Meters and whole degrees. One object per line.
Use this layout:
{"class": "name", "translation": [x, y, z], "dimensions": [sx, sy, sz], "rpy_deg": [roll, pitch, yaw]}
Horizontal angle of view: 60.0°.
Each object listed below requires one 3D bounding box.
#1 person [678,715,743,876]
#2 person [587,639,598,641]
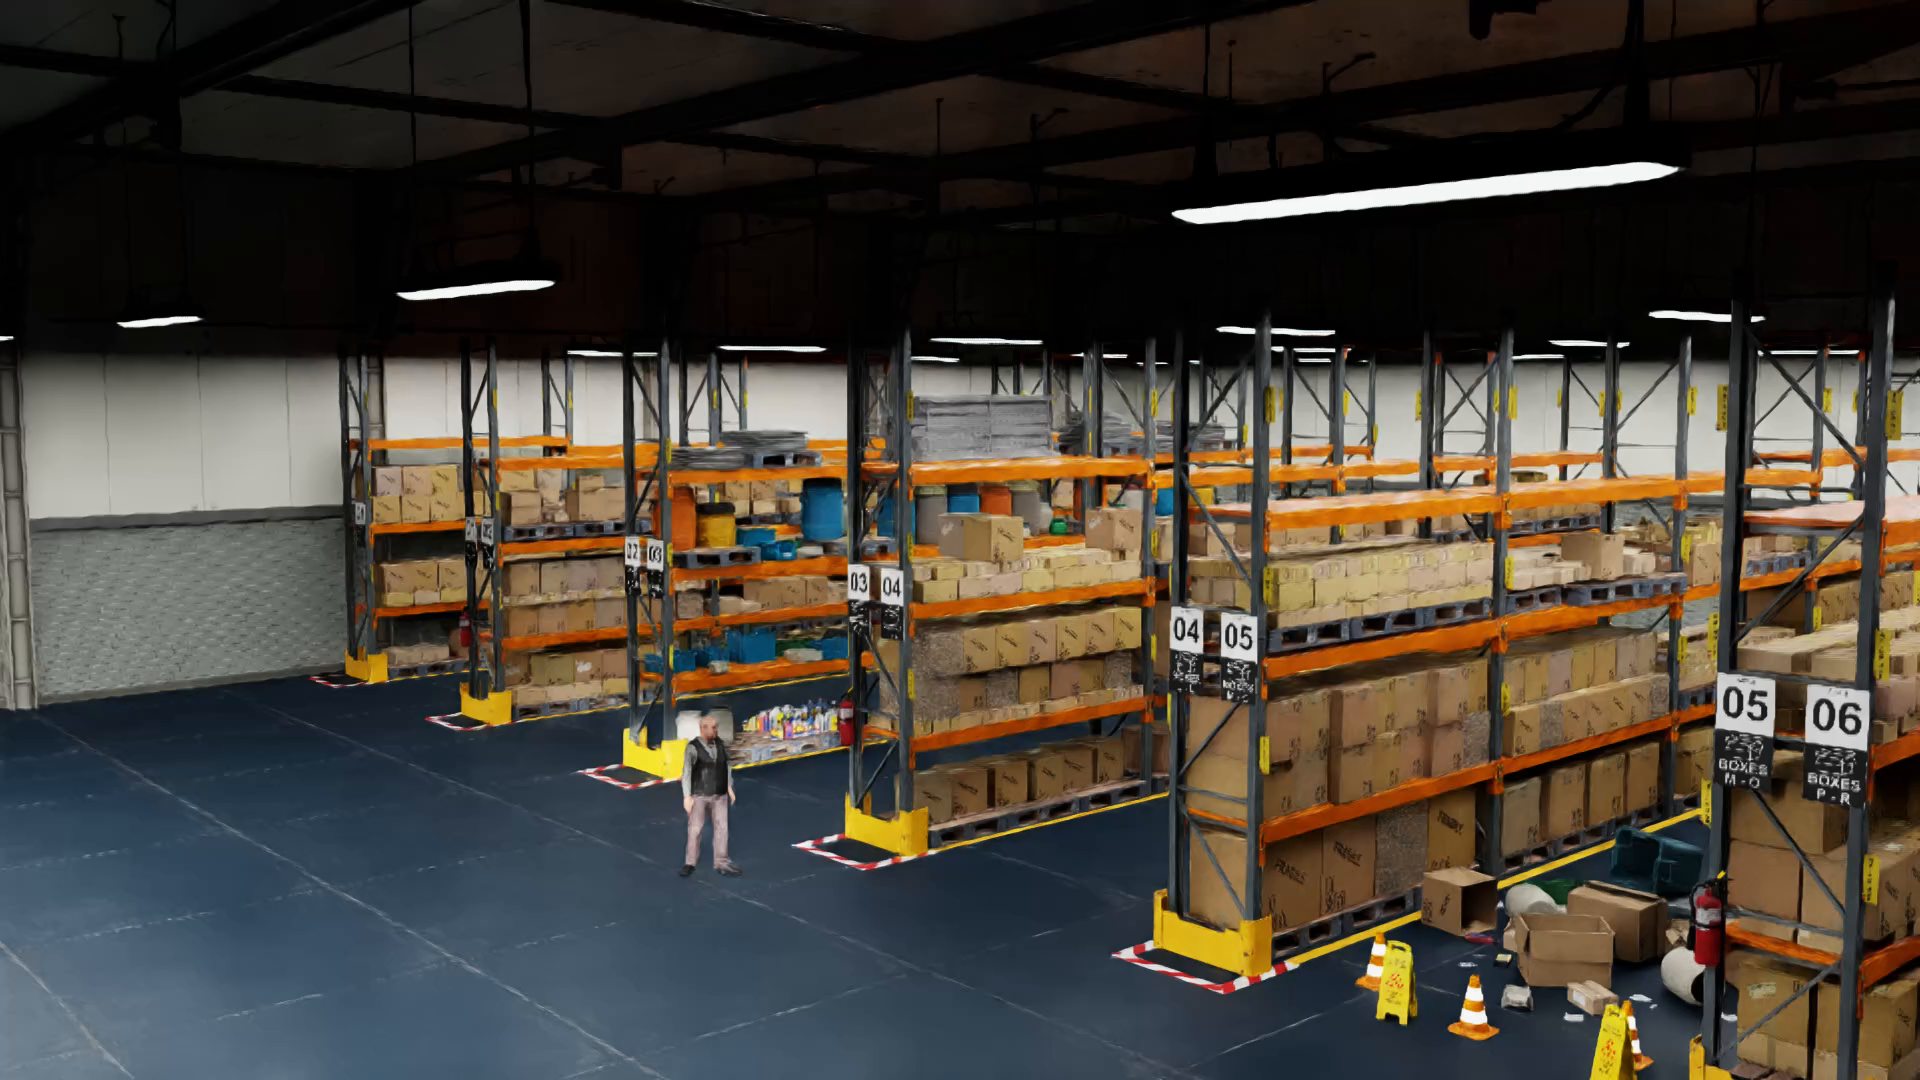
{"class": "person", "translation": [-2.692, 2.718, 17.700], "dimensions": [0.623, 1.721, 0.494], "rpy_deg": [-4, 6, -35]}
{"class": "person", "translation": [-6.776, 1.555, 30.669], "dimensions": [0.741, 1.739, 0.748], "rpy_deg": [-4, 6, -37]}
